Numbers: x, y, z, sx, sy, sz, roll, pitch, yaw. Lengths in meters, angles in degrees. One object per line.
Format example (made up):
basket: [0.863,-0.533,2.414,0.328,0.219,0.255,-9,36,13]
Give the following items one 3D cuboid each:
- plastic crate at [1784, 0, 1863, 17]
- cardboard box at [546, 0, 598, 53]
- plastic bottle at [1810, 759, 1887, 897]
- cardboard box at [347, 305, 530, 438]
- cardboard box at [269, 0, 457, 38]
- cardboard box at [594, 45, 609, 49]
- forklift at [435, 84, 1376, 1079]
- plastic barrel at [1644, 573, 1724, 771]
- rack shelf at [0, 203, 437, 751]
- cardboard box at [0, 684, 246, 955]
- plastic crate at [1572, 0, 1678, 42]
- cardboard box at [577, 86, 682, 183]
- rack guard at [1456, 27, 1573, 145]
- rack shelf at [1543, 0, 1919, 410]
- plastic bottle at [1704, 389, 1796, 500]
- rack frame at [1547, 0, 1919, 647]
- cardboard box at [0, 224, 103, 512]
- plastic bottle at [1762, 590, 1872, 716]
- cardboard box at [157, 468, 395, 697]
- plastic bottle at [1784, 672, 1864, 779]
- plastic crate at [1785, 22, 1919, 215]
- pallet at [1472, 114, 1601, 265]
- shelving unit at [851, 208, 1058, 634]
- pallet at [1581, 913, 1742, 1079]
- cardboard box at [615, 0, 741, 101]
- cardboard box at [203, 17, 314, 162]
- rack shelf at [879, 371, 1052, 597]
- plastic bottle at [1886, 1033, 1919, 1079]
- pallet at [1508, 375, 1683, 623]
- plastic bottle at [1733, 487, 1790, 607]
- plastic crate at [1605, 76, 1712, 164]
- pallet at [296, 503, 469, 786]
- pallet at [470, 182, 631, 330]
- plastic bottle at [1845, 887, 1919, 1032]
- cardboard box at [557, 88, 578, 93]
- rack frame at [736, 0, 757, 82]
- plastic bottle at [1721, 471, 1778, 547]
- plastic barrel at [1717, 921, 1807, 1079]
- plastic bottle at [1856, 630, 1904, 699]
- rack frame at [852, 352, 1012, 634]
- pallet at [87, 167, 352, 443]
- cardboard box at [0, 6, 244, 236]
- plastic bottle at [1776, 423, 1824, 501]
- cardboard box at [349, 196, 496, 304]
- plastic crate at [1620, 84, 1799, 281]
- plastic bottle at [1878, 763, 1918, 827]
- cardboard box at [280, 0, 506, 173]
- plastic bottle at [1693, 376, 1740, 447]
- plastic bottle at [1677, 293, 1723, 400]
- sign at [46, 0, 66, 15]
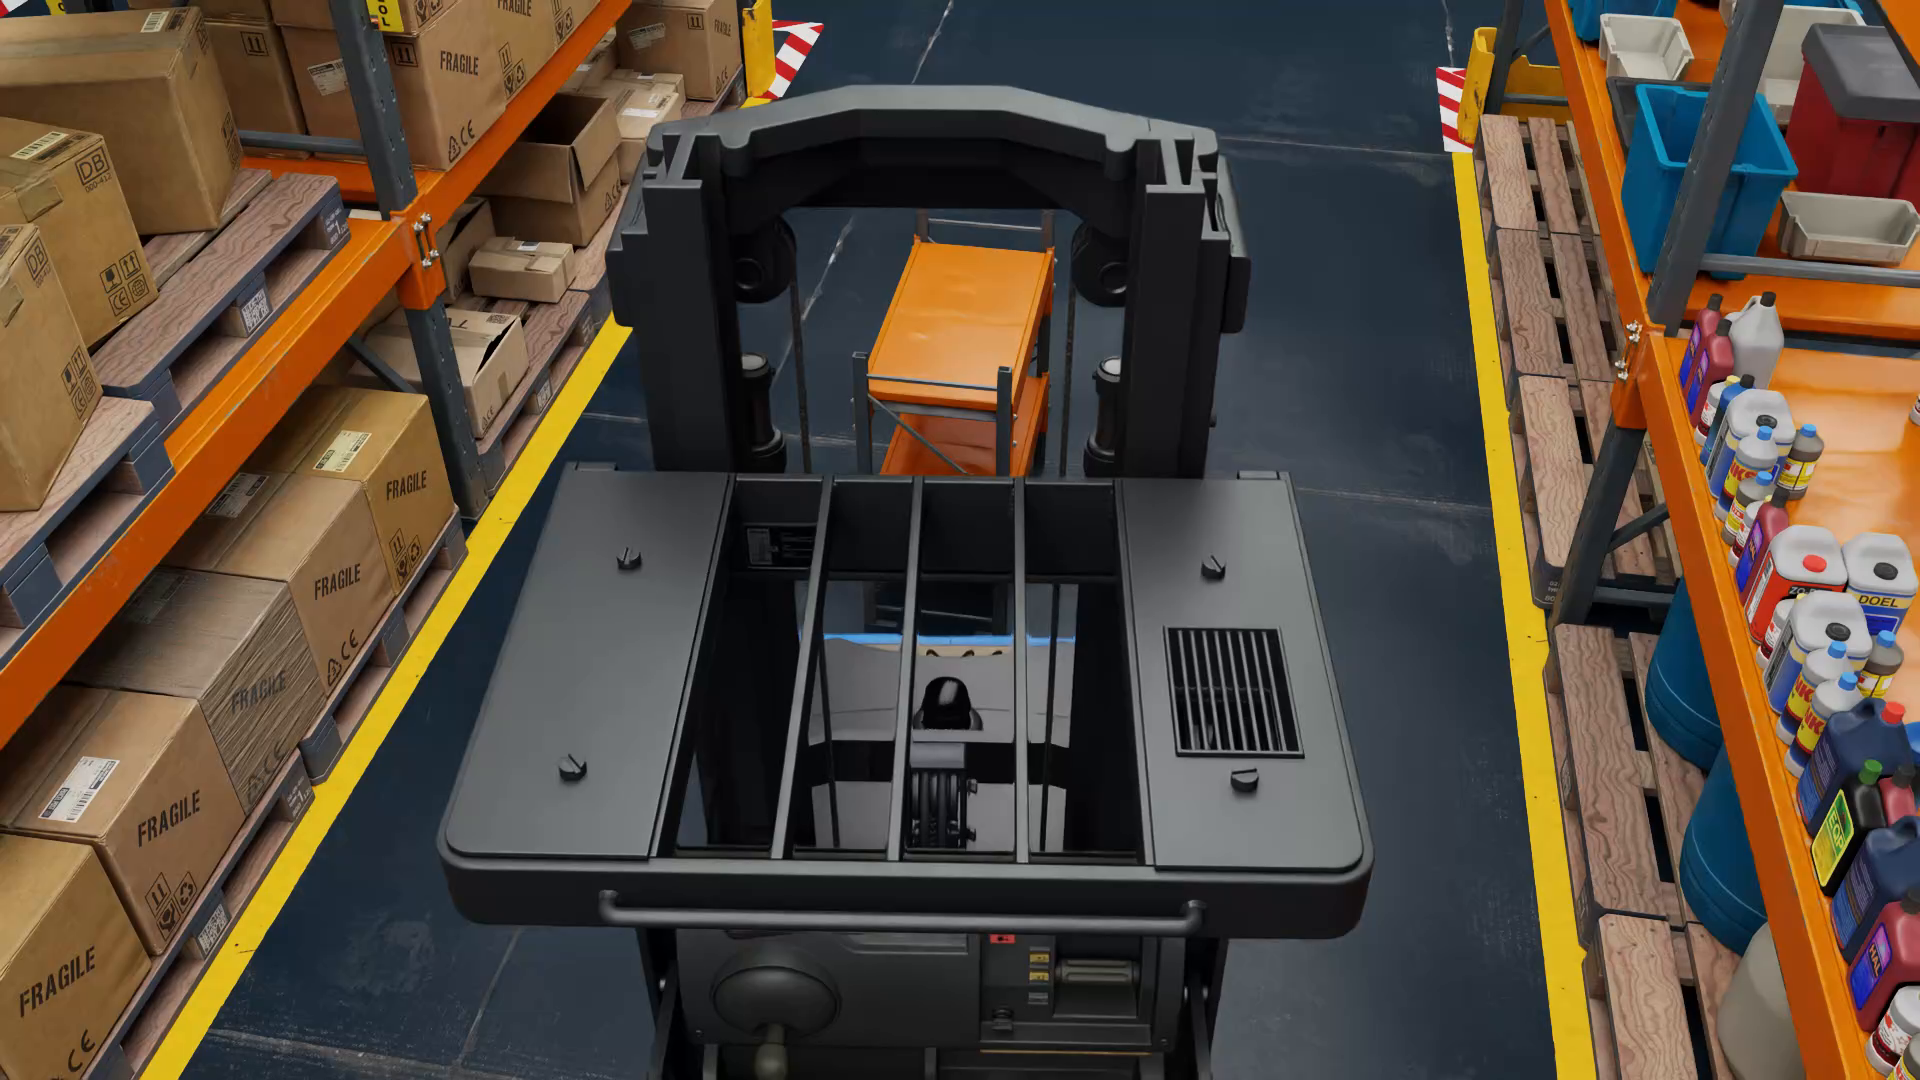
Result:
plastic crate: [3.150,-1.919,6.301,0.416,0.233,0.300,6,40,8]
cardboard box: [-1.786,-2.279,6.574,0.500,0.500,0.500,6,40,7]
plastic bottle: [1.772,0.570,3.298,0.061,0.283,0.133,6,40,8]
cardboard box: [-2.031,-0.688,6.493,0.500,0.311,0.500,6,40,8]
cardboard box: [-1.958,-2.004,5.457,0.500,0.500,0.500,7,40,9]
cardboard box: [-2.079,-2.522,8.824,0.380,0.166,0.250,6,40,8]
forklift: [-0.056,0.875,2.891,1.130,2.935,3.031,1,40,1]
plastic barrel: [2.450,0.219,4.948,0.600,0.901,0.708,6,40,8]
rack shelf: [-2.663,0.217,4.198,1.077,0.370,4.000,6,40,8]
cardboard box: [-2.387,0.763,4.589,0.500,0.500,0.500,5,40,6]
plastic crate: [2.606,-2.103,6.523,0.416,0.233,0.300,6,40,8]
cardboard box: [-1.670,-1.974,8.097,0.500,0.250,0.500,6,40,8]
rack guard: [3.245,-2.330,8.676,1.175,0.500,0.348,6,40,8]
rack shelf: [2.907,-1.745,6.571,1.077,0.370,4.000,6,40,8]
plastic bottle: [2.042,-0.241,4.285,0.152,0.276,0.135,6,40,8]
rack frame: [2.561,-0.767,4.824,1.000,3.000,0.127,6,40,8]
cardboard box: [-2.562,-0.400,3.972,0.700,0.500,0.500,-3,40,-4]
plastic bottle: [1.905,0.256,3.684,0.152,0.276,0.135,6,40,8]
cardboard box: [-2.214,0.129,5.356,0.500,0.500,0.500,7,40,8]
plastic bottle: [1.841,0.389,3.527,0.097,0.271,0.097,0,40,0]
plastic crate: [2.963,-1.347,5.428,0.402,0.464,0.583,6,40,8]
pallet: [3.072,-1.689,8.128,1.003,0.211,1.213,6,40,8]
shelving unit: [0.001,-0.438,5.897,0.538,1.125,1.048,6,40,8]
pallet: [2.178,1.555,4.203,1.003,0.211,1.213,6,40,8]
cardboard box: [-1.476,-2.664,8.734,0.500,0.500,0.500,6,40,8]
cardboard box: [-2.483,-1.696,5.869,0.500,0.500,0.500,7,40,8]
rack shelf: [0.001,-0.249,6.053,0.538,0.278,1.000,6,40,8]
plastic bottle: [1.698,0.937,2.918,0.097,0.201,0.097,0,40,0]
pallet: [2.650,-0.158,6.275,1.003,0.211,1.213,6,40,8]
plastic bottle: [1.924,0.018,3.965,0.061,0.283,0.133,6,40,8]
plastic crate: [2.490,-1.416,5.778,0.437,0.125,0.590,6,40,8]
pallet: [-2.420,0.274,5.753,1.003,0.211,1.213,6,40,8]
pallet: [-1.988,-1.439,7.826,1.003,0.211,1.213,6,40,8]
plastic bottle: [1.716,0.770,3.056,0.061,0.283,0.133,6,40,8]
cardboard box: [-2.171,-1.998,8.125,0.500,0.250,0.500,6,40,8]
rack frame: [-1.625,-3.826,8.523,1.000,3.000,0.127,6,40,8]
plastic bottle: [1.978,-0.081,4.150,0.097,0.201,0.097,0,40,0]
plastic barrel: [2.142,1.158,4.118,0.421,0.512,0.421,0,40,0]
plastic bottle: [2.031,0.287,3.705,0.097,0.201,0.097,0,40,0]
rack frame: [-0.087,-0.119,5.511,0.500,1.125,0.032,6,40,8]
pallet: [-2.563,-0.752,4.956,1.003,0.211,1.213,6,40,8]
cardboard box: [-2.619,-1.243,4.992,0.700,0.500,0.500,-6,40,-7]
plastic bottle: [2.168,-0.210,4.306,0.097,0.201,0.097,0,40,0]
cardboard box: [-2.368,-1.308,7.243,0.500,0.311,0.500,6,40,8]
plastic crate: [2.306,-1.114,5.209,0.392,0.384,0.575,6,40,8]
plastic bottle: [1.831,0.577,3.289,0.061,0.283,0.133,6,40,8]
cardboard box: [-1.960,-1.644,5.806,0.500,0.500,0.500,7,40,9]
plastic bottle: [2.052,-0.349,4.474,0.097,0.201,0.097,0,40,0]
plastic bottle: [2.077,-0.539,4.639,0.061,0.283,0.133,6,40,8]
sign: [-2.853,-1.704,5.278,0.100,0.325,0.005,6,40,8]
